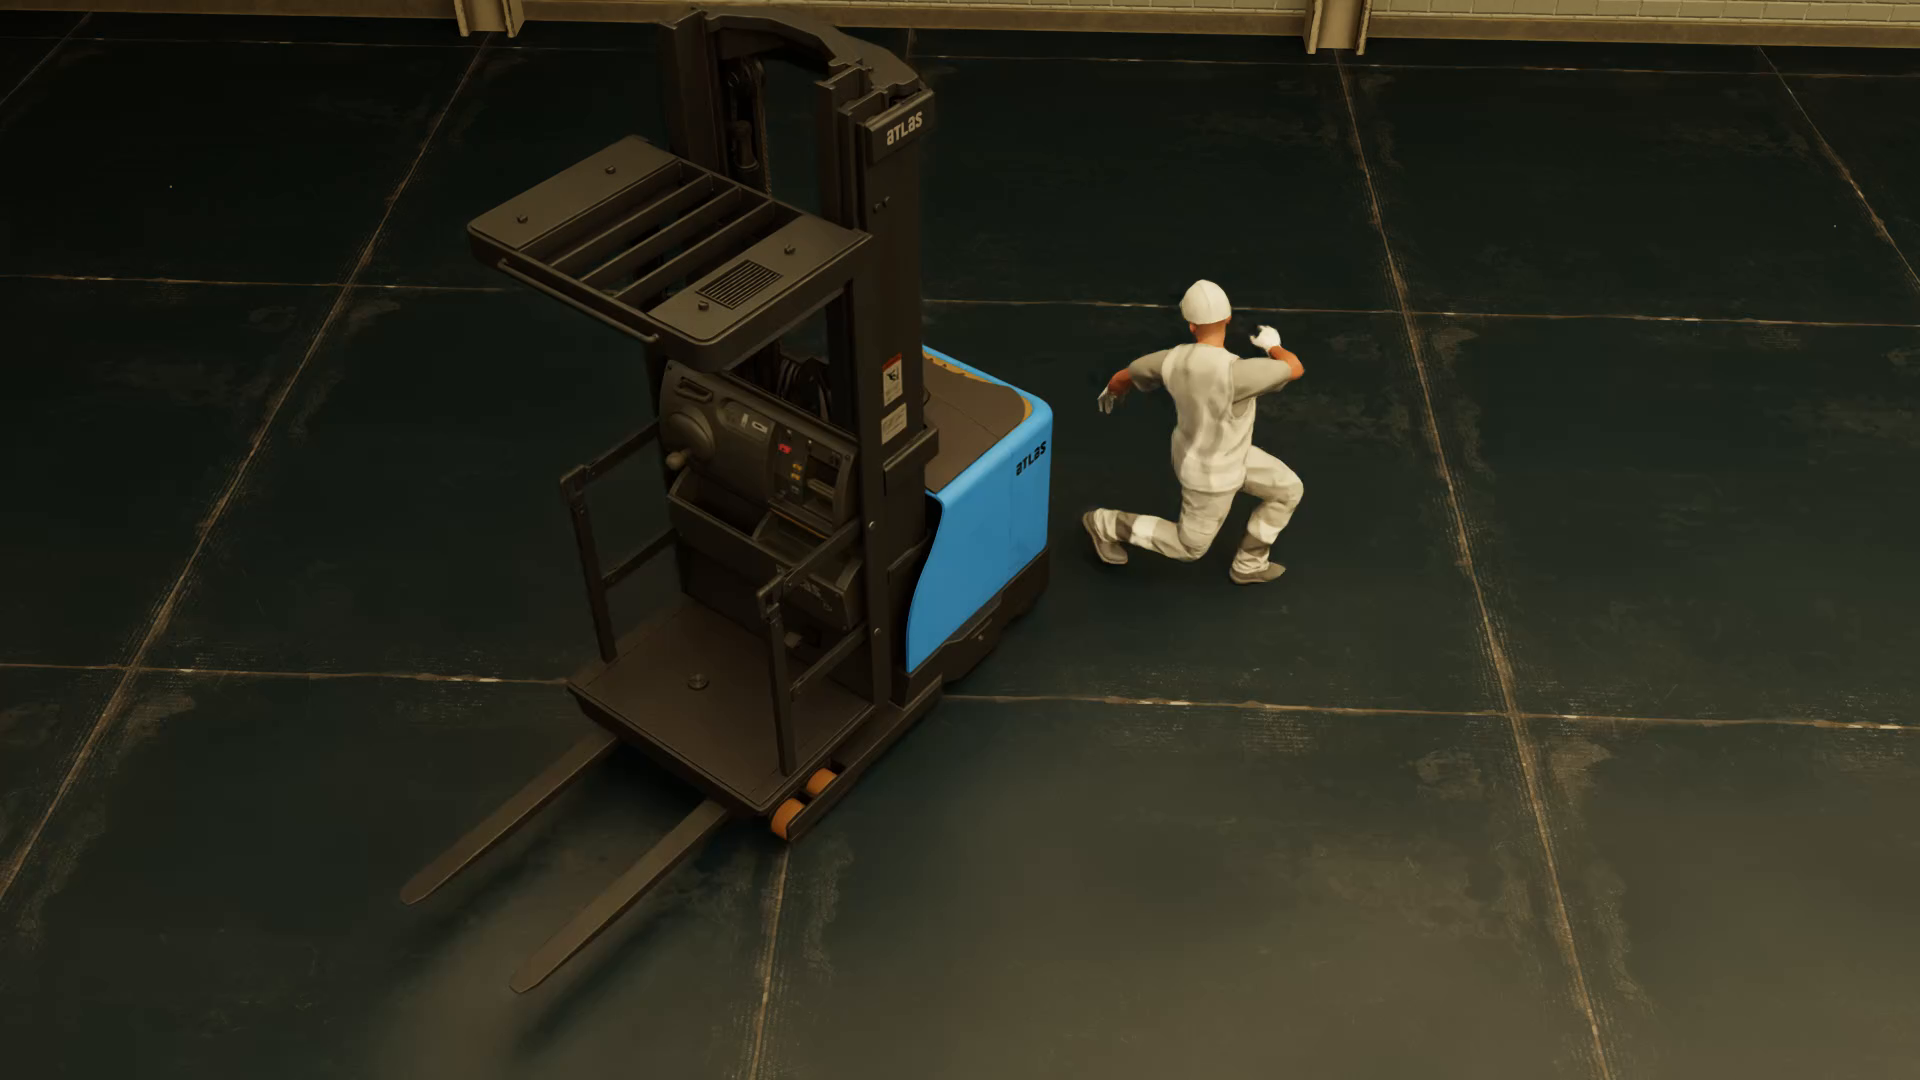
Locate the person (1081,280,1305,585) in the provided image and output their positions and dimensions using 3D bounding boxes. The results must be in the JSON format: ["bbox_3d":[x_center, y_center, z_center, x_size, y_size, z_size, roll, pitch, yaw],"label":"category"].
[{"bbox_3d":[1.044,-0.483,7.365,0.973,1.540,0.745,-2,42,-2],"label":"person"}]

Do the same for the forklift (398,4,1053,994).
[{"bbox_3d":[-0.891,-0.269,6.037,1.130,2.935,3.031,27,49,27],"label":"forklift"}]
